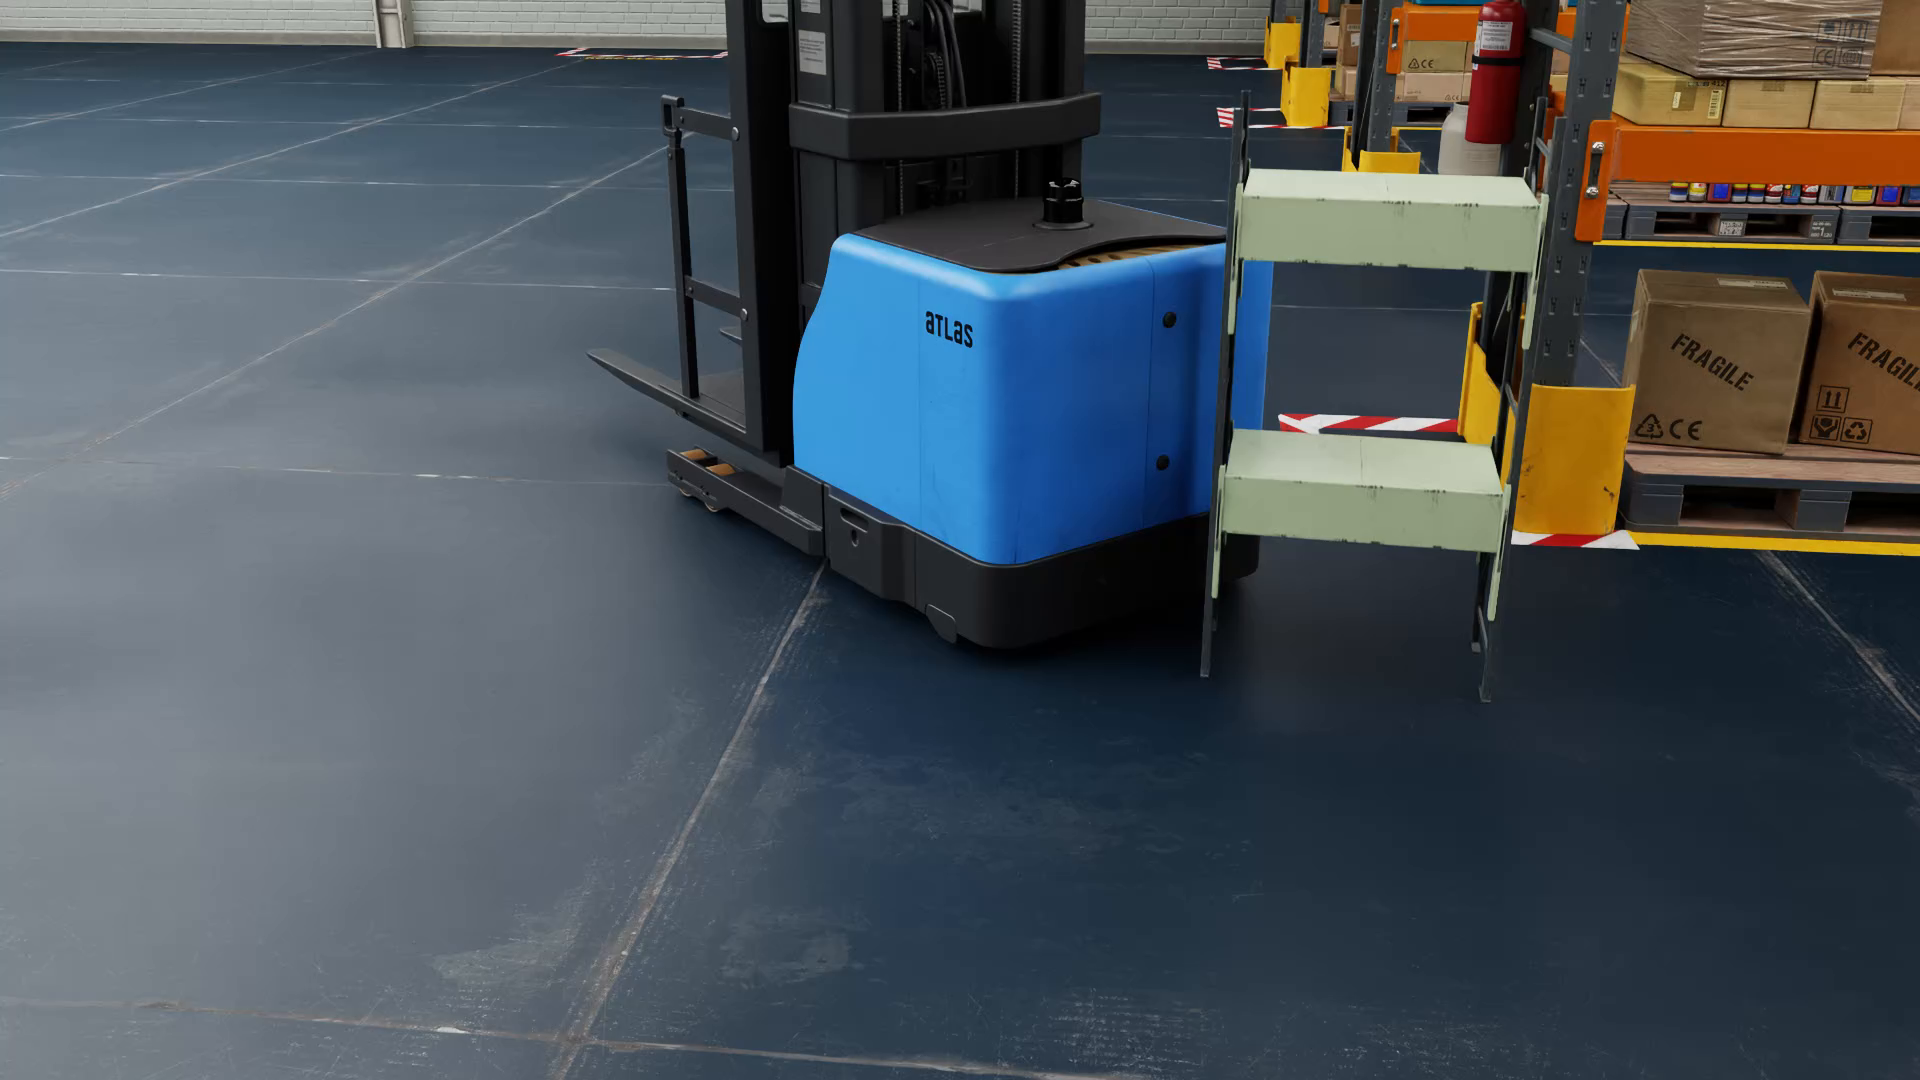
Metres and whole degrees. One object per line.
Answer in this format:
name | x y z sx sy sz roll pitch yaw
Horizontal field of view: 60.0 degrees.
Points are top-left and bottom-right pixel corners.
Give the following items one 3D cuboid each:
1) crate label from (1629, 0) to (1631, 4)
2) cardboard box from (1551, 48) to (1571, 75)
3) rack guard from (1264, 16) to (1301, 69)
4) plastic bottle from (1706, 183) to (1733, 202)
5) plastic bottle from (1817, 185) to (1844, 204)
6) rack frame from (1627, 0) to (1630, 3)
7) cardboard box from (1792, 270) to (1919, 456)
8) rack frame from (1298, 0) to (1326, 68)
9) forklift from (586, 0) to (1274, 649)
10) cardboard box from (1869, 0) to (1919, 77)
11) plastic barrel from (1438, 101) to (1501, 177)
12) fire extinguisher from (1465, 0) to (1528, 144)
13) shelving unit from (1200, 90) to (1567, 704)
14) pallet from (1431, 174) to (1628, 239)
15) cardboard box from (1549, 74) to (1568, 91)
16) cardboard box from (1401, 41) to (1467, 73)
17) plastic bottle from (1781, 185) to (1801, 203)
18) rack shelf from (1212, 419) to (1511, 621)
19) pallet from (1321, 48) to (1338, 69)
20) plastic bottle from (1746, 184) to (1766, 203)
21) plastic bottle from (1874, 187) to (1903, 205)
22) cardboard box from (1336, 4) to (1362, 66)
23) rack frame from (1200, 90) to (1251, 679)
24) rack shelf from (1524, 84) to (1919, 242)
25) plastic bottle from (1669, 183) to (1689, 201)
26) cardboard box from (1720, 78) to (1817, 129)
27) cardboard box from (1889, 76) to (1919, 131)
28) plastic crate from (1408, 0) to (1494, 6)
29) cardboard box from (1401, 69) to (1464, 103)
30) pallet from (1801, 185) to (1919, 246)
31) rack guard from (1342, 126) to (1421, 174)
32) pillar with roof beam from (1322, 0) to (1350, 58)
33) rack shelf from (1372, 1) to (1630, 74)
crate label | 4.428 -3.473 10.097 0.616 0.435 0.502 2 22 6
cardboard box | 5.151 -4.341 14.489 0.500 0.500 0.500 2 22 6
rack guard | 3.810 -5.889 19.655 0.348 0.500 1.175 2 22 6
plastic bottle | 4.555 -2.170 9.946 0.133 0.283 0.061 3 22 7
plastic bottle | 5.195 -2.156 9.919 0.135 0.276 0.152 3 22 7
rack frame | 7.707 -6.882 18.766 0.127 3.000 1.000 2 22 6
cardboard box | 3.201 -0.616 5.746 0.500 0.500 0.500 8 23 20
rack frame | 3.155 -5.246 14.629 0.127 3.000 1.000 2 22 6
forklift | -0.367 -1.549 5.372 1.130 2.935 3.031 -15 26 -33
cardboard box | 3.039 -1.802 5.378 0.500 0.500 0.875 2 22 6
plastic barrel | 3.231 -2.475 10.434 0.421 0.512 0.421 0 22 0
fire extinguisher | 1.926 -1.766 5.933 0.183 0.674 0.296 2 22 6
shelving unit | 1.060 -0.368 4.330 0.755 1.500 0.431 4 22 11
pallet | 3.456 -2.118 10.509 1.213 0.211 1.003 2 22 6
cardboard box | 5.151 -3.993 14.628 0.500 0.250 0.500 2 22 6
cardboard box | 4.158 -4.386 14.602 0.500 0.500 0.500 2 22 6
plastic bottle | 4.973 -2.153 9.919 0.097 0.271 0.097 0 22 0
rack shelf | 1.060 -0.065 4.450 0.720 0.370 0.431 4 22 11
pallet | 4.612 -5.707 19.587 1.213 0.211 1.003 2 22 6
plastic bottle | 4.772 -2.162 9.941 0.097 0.271 0.097 0 22 0
plastic bottle | 5.510 -2.129 9.840 0.133 0.283 0.061 4 22 10
cardboard box | 3.723 -4.597 15.136 0.500 0.500 0.500 2 22 6
rack frame | 0.701 -0.395 4.400 0.023 1.500 0.400 4 22 11
rack shelf | 3.972 -1.208 5.394 4.000 0.370 1.077 2 22 6
plastic bottle | 4.332 -2.181 9.990 0.097 0.271 0.097 0 22 0
cardboard box | 2.486 -1.395 5.231 0.250 0.149 0.380 2 22 6
cardboard box | 2.984 -1.376 5.181 0.250 0.149 0.380 2 22 6
plastic crate | 3.101 -3.456 10.304 0.616 0.251 0.499 2 22 6
cardboard box | 4.158 -4.038 14.742 0.500 0.250 0.500 2 22 6
pallet | 5.879 -2.012 10.242 1.213 0.211 1.003 2 22 6
rack guard | 2.649 -2.289 10.550 0.348 0.500 1.175 2 22 6
pillar with roof beam | 4.025 -8.558 14.848 0.400 9.000 9.100 2 22 6
rack shelf | 4.554 -3.017 9.968 4.000 0.370 1.077 2 22 6
